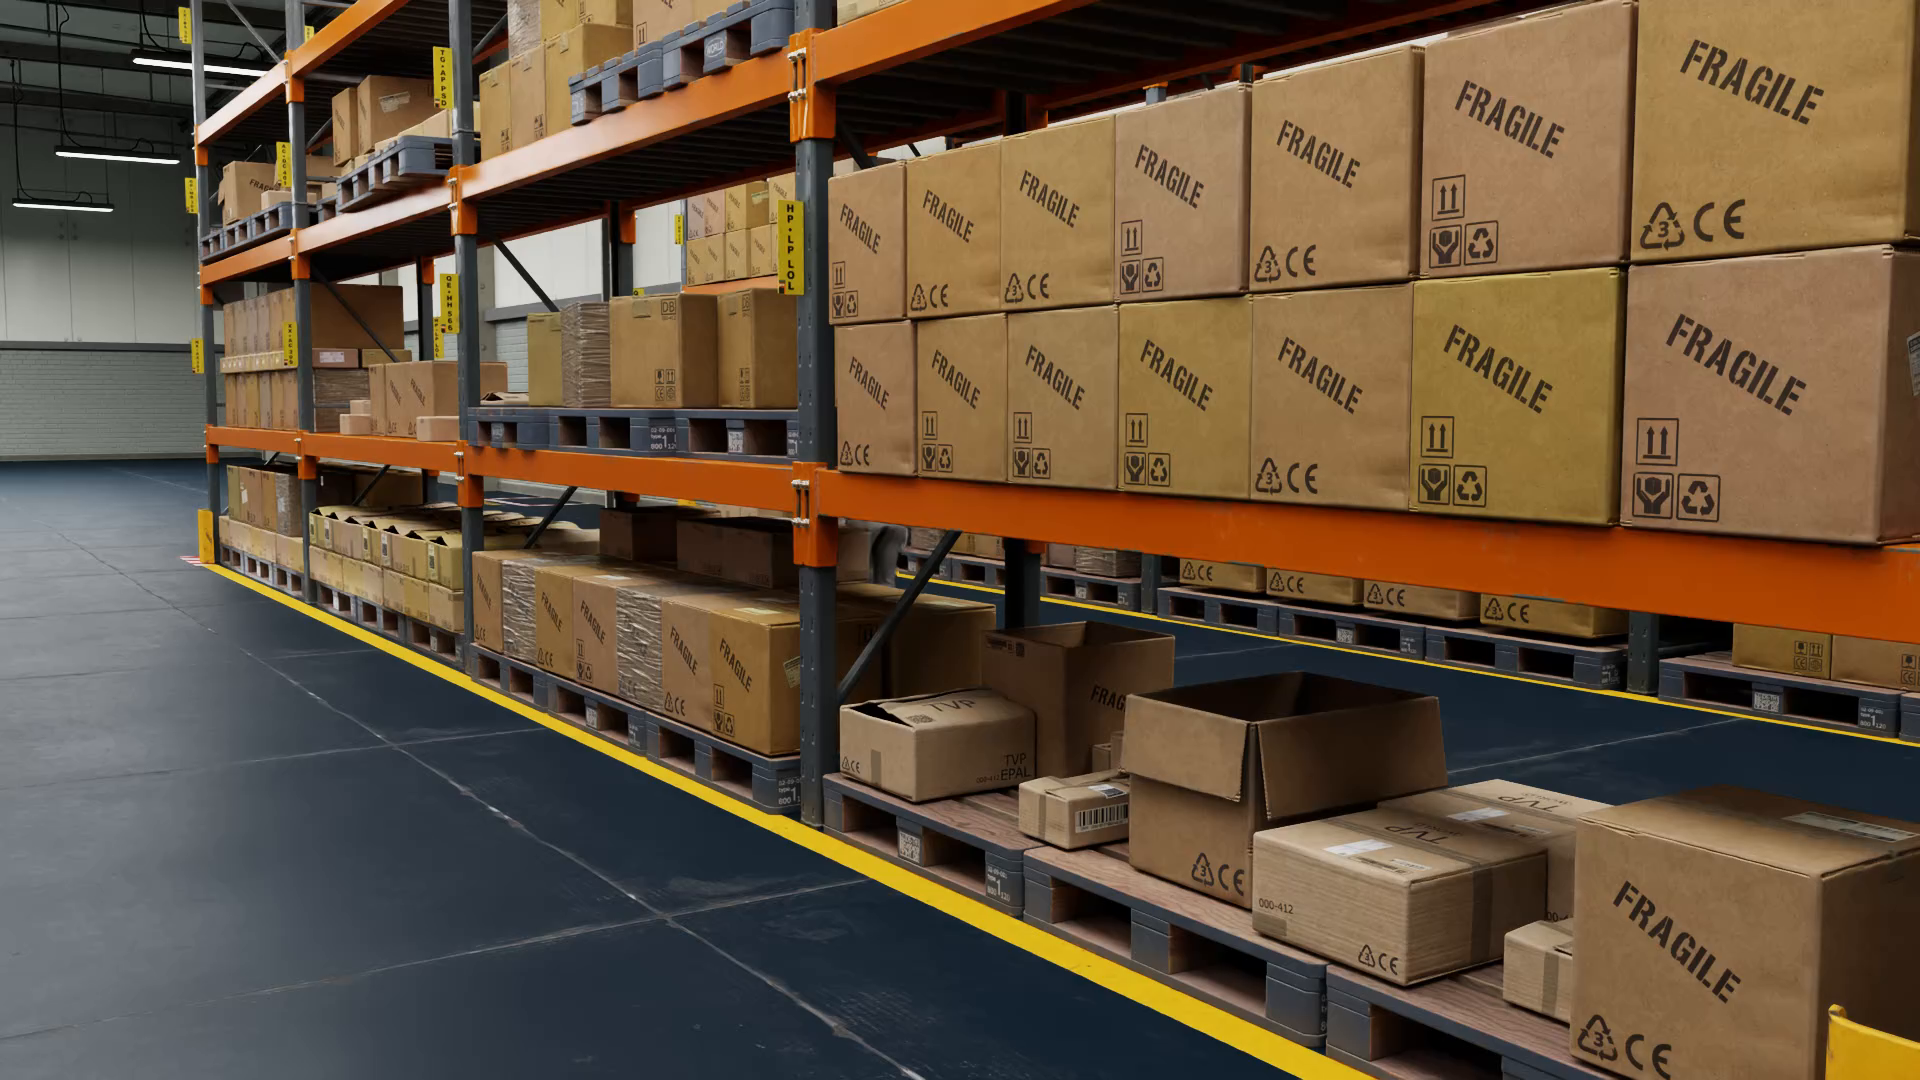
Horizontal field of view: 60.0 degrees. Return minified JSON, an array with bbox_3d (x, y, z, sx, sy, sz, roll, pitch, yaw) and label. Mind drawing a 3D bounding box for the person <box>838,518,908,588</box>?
[{"bbox_3d":[-0.509,-0.061,9.478,0.517,1.737,0.389,-3,6,-33],"label":"person"}]
